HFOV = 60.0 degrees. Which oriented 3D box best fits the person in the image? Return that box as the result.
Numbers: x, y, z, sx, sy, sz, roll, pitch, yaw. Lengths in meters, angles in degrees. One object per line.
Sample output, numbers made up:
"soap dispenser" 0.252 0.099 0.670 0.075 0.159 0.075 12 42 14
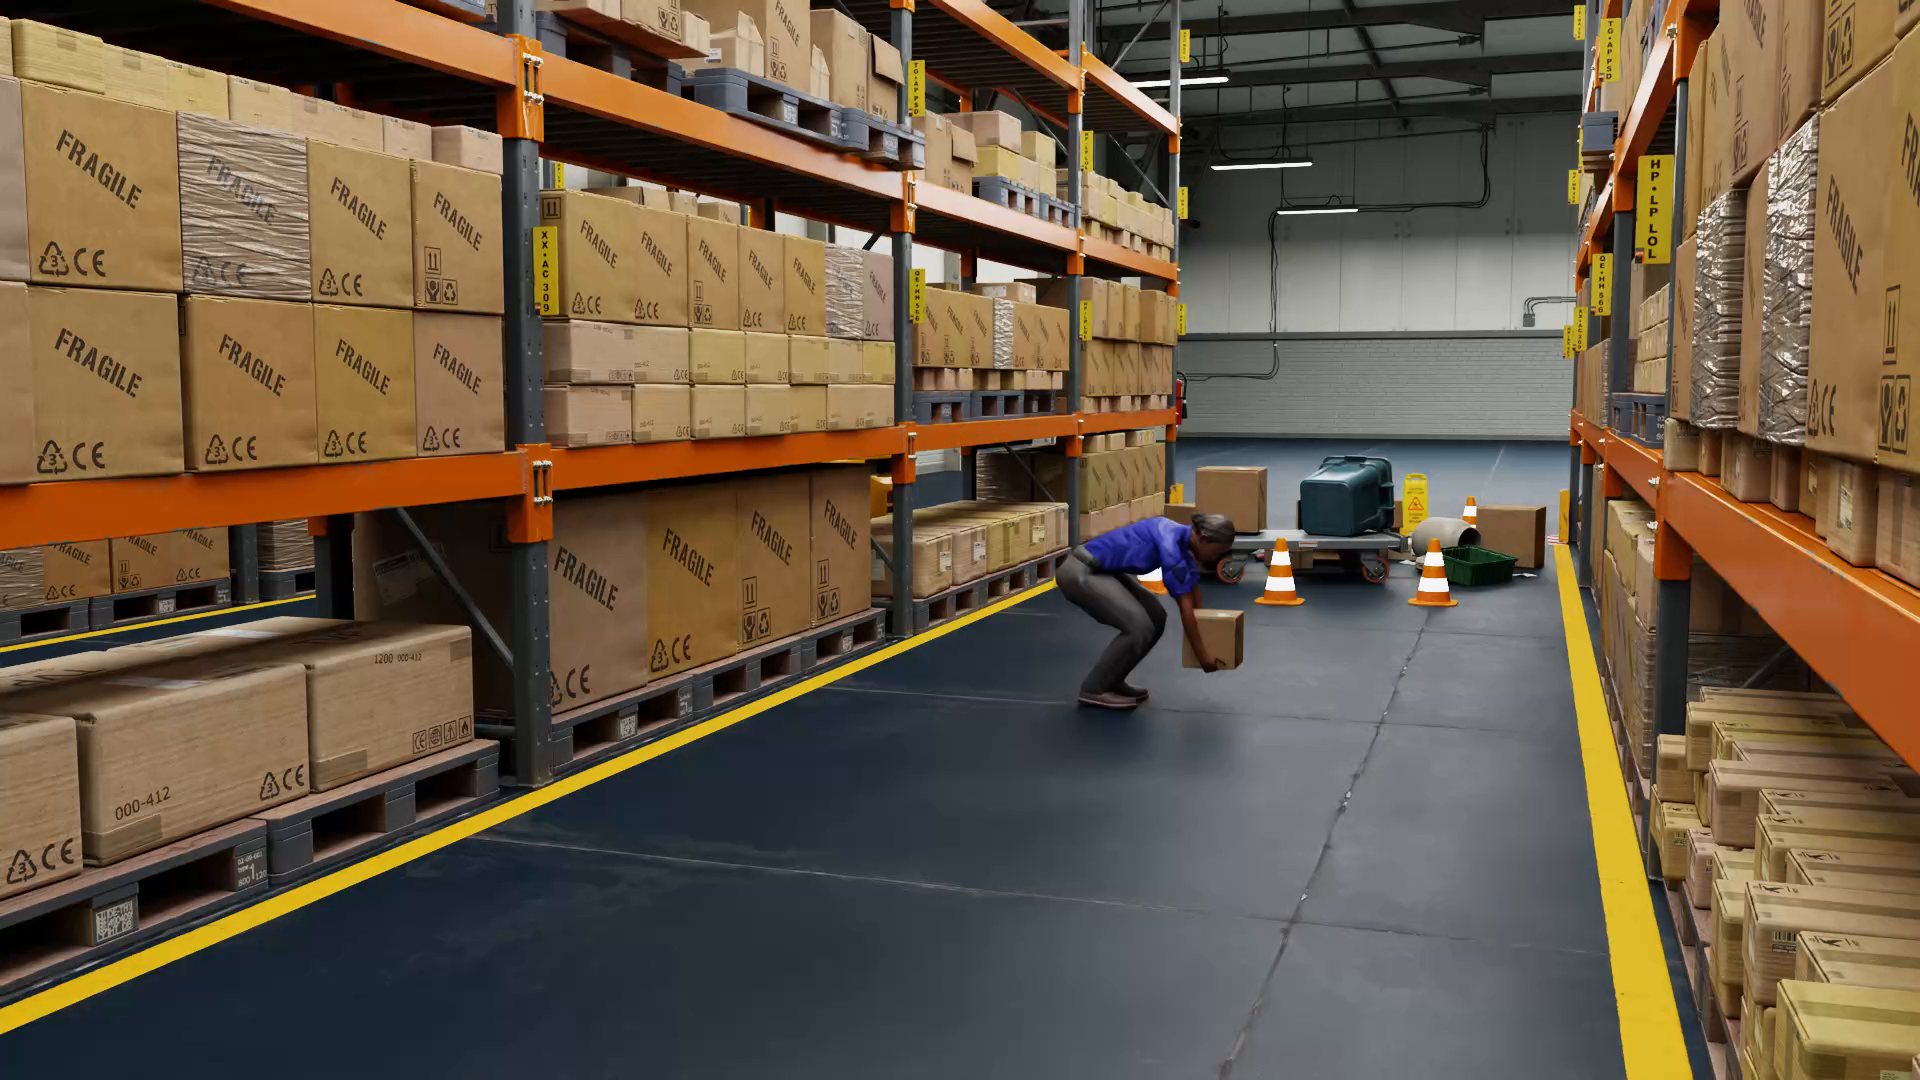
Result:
"person" 0.898 0.331 8.063 0.857 0.951 0.470 2 6 16
